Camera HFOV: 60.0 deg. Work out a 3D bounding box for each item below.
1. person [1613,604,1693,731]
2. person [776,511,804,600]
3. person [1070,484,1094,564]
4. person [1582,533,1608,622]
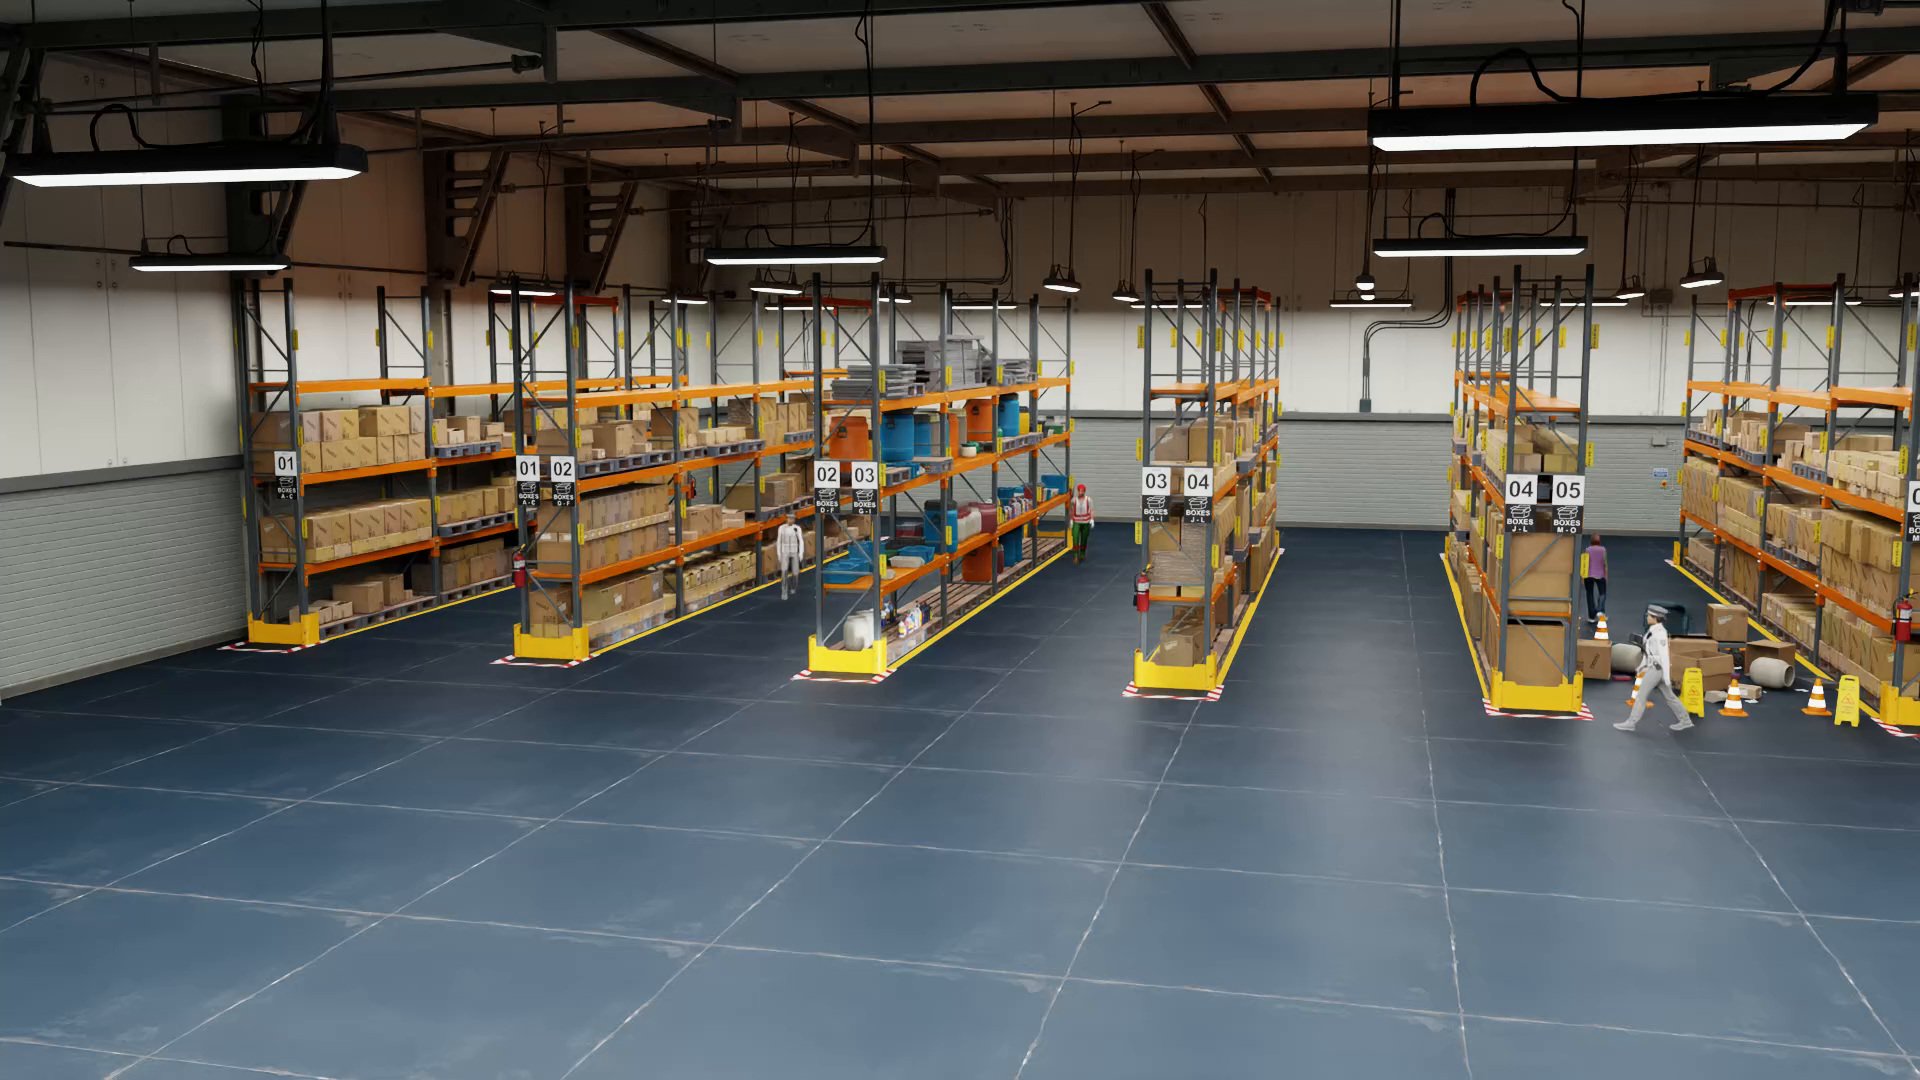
[{"bbox_3d":[8.888,1.635,21.270,0.958,1.635,0.513,2,7,18],"label":"person"},{"bbox_3d":[-3.142,0.269,30.927,0.507,1.600,0.690,-1,7,-11],"label":"person"},{"bbox_3d":[2.755,-0.387,37.540,0.544,1.751,0.969,0,7,1],"label":"person"},{"bbox_3d":[11.286,0.681,29.530,0.462,1.596,0.480,1,7,12],"label":"person"}]
